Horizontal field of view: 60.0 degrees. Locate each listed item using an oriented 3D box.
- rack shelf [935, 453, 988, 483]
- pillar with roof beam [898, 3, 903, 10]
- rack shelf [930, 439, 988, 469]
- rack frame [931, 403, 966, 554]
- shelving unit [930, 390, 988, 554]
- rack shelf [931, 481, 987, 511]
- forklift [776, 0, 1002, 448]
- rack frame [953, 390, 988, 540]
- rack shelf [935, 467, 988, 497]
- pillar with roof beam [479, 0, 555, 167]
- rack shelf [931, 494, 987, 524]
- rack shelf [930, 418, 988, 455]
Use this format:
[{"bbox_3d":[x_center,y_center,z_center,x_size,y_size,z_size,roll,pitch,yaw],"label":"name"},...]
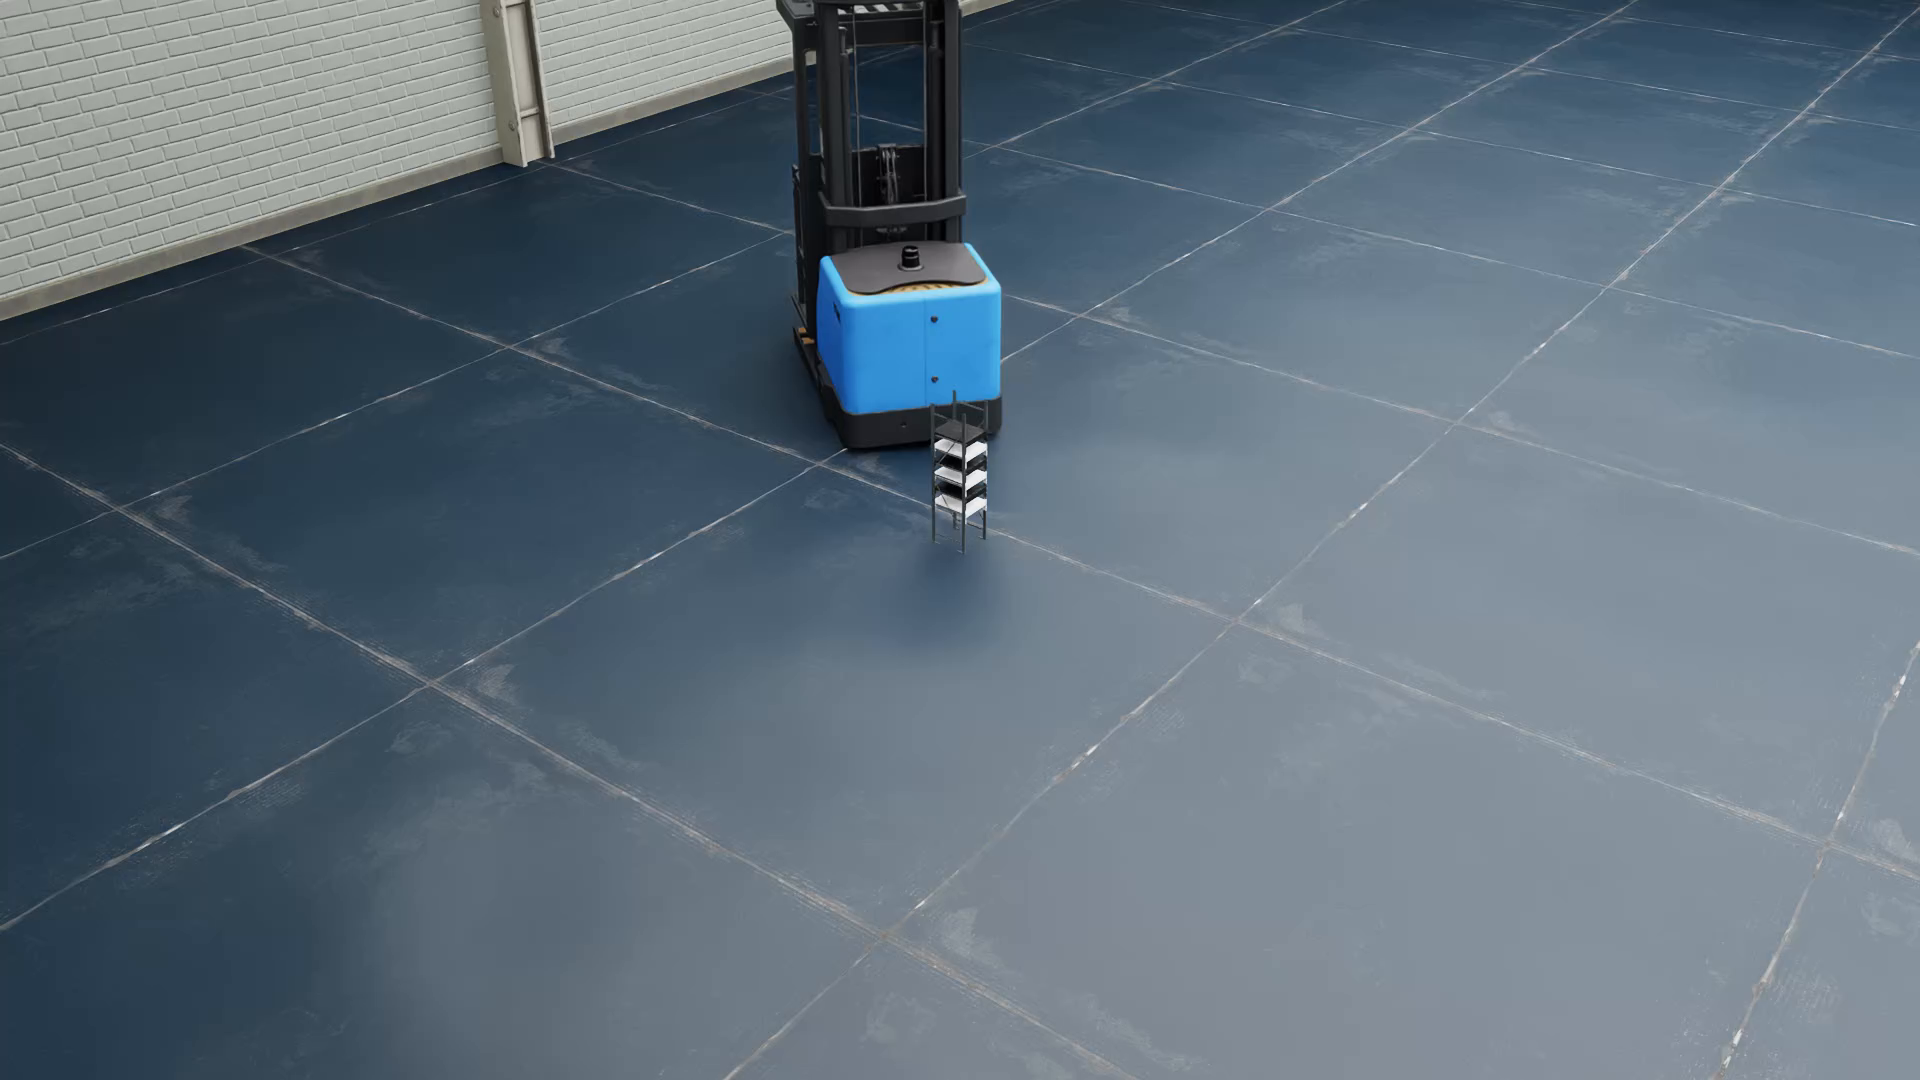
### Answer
[{"bbox_3d":[-0.005,-0.433,9.486,0.258,0.077,0.200,21,37,31],"label":"rack shelf"},{"bbox_3d":[2.930,-8.629,15.484,9.100,9.000,0.400,21,37,31],"label":"pillar with roof beam"},{"bbox_3d":[-0.005,-0.510,9.440,0.258,0.077,0.200,21,37,31],"label":"rack shelf"},{"bbox_3d":[-0.066,-0.342,9.445,0.240,0.900,0.006,21,37,31],"label":"rack frame"},{"bbox_3d":[-0.005,-0.384,9.515,0.258,0.900,0.210,21,37,31],"label":"shelving unit"},{"bbox_3d":[-0.005,-0.278,9.578,0.258,0.077,0.200,21,37,31],"label":"rack shelf"},{"bbox_3d":[-0.586,-2.586,11.238,1.130,2.935,3.031,-7,31,-12],"label":"forklift"},{"bbox_3d":[0.056,-0.425,9.585,0.240,0.900,0.006,21,37,31],"label":"rack frame"},{"bbox_3d":[-0.005,-0.355,9.532,0.258,0.077,0.200,21,37,31],"label":"rack shelf"},{"bbox_3d":[-0.692,-6.190,11.369,9.100,9.000,0.400,21,37,31],"label":"pillar with roof beam"},{"bbox_3d":[-0.005,-0.200,9.624,0.258,0.077,0.200,21,37,31],"label":"rack shelf"},{"bbox_3d":[-0.005,-0.587,9.394,0.258,0.077,0.200,21,37,31],"label":"rack shelf"}]
